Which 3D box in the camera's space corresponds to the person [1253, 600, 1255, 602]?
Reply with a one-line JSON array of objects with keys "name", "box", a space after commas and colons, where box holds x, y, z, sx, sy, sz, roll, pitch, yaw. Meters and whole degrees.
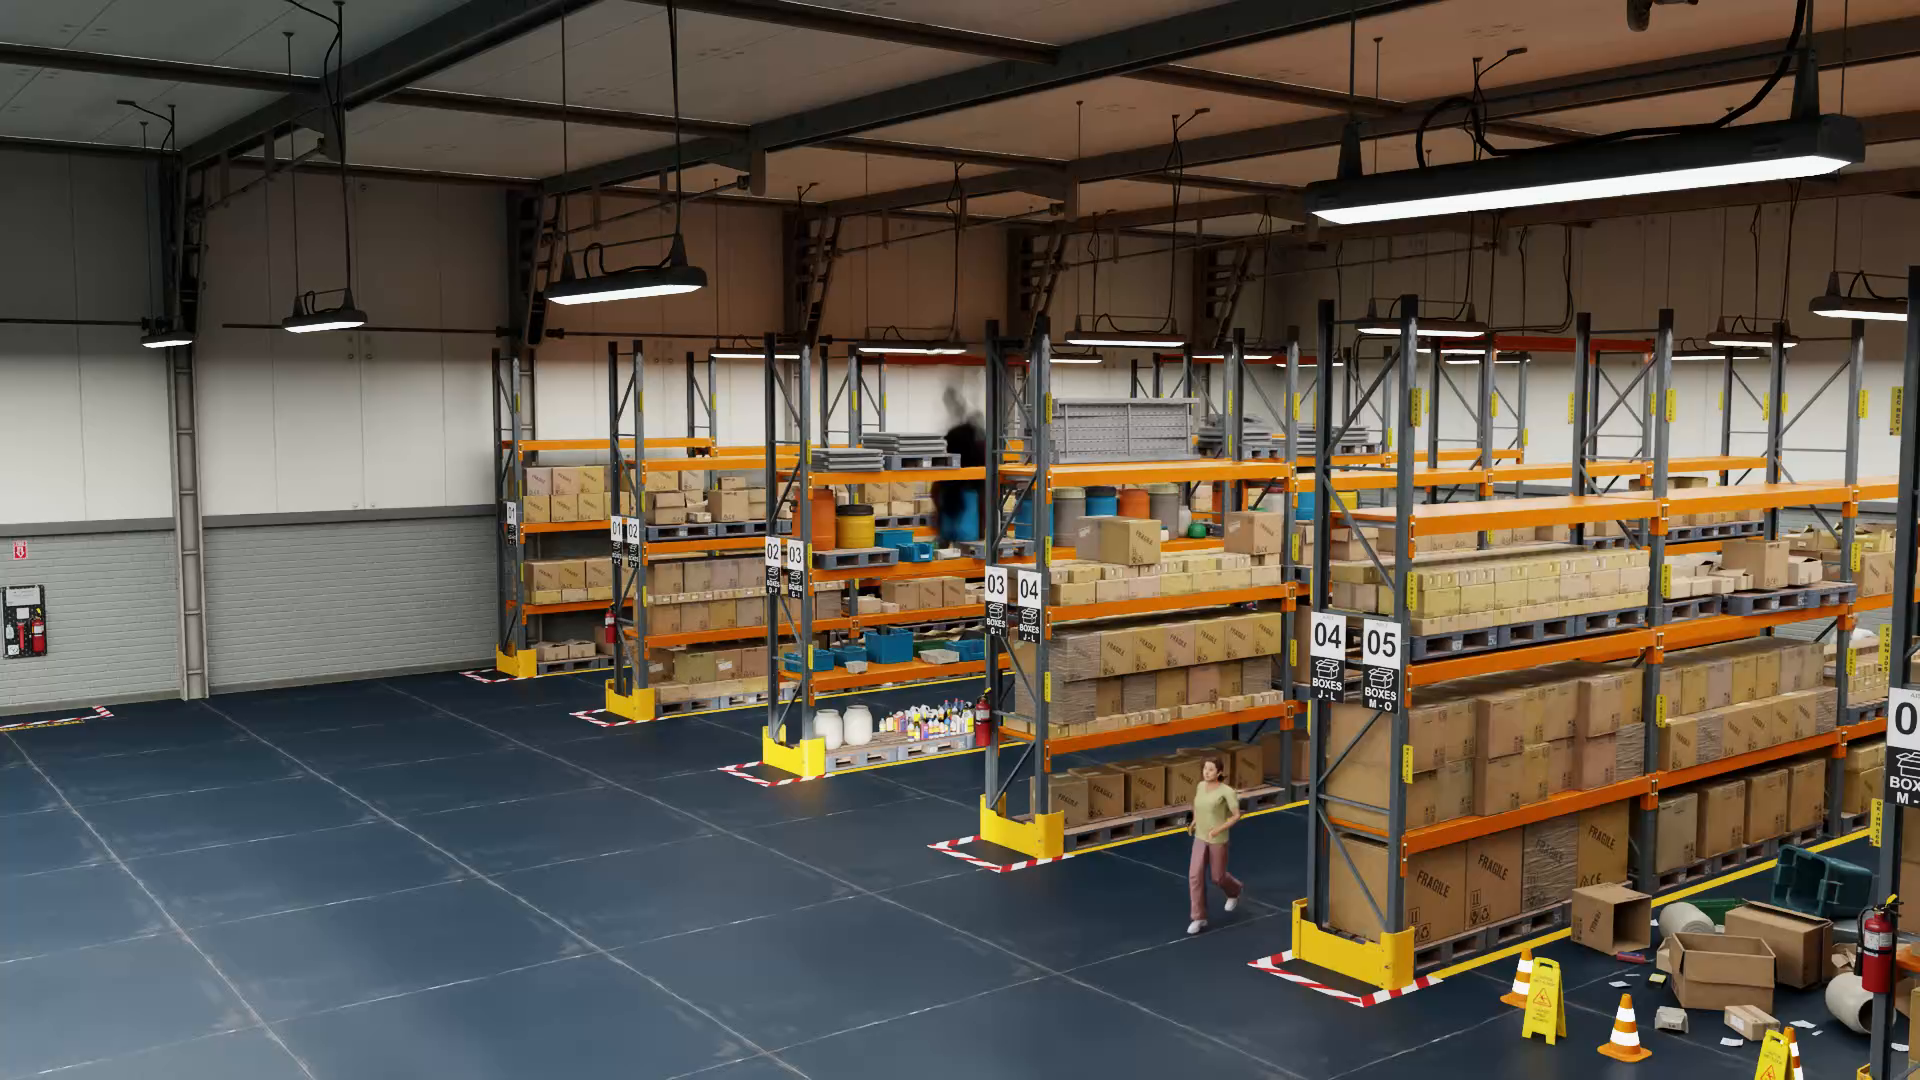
[{"name": "person", "box": [5.900, 1.458, 32.494, 0.553, 1.680, 0.922, 5, 7, 42]}]

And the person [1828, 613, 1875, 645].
[{"name": "person", "box": [13.806, 2.023, 25.727, 1.059, 1.788, 0.718, -4, 6, -38]}]

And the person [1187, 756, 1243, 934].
[{"name": "person", "box": [2.477, 2.919, 16.177, 0.590, 1.673, 0.862, 4, 6, 39]}]
